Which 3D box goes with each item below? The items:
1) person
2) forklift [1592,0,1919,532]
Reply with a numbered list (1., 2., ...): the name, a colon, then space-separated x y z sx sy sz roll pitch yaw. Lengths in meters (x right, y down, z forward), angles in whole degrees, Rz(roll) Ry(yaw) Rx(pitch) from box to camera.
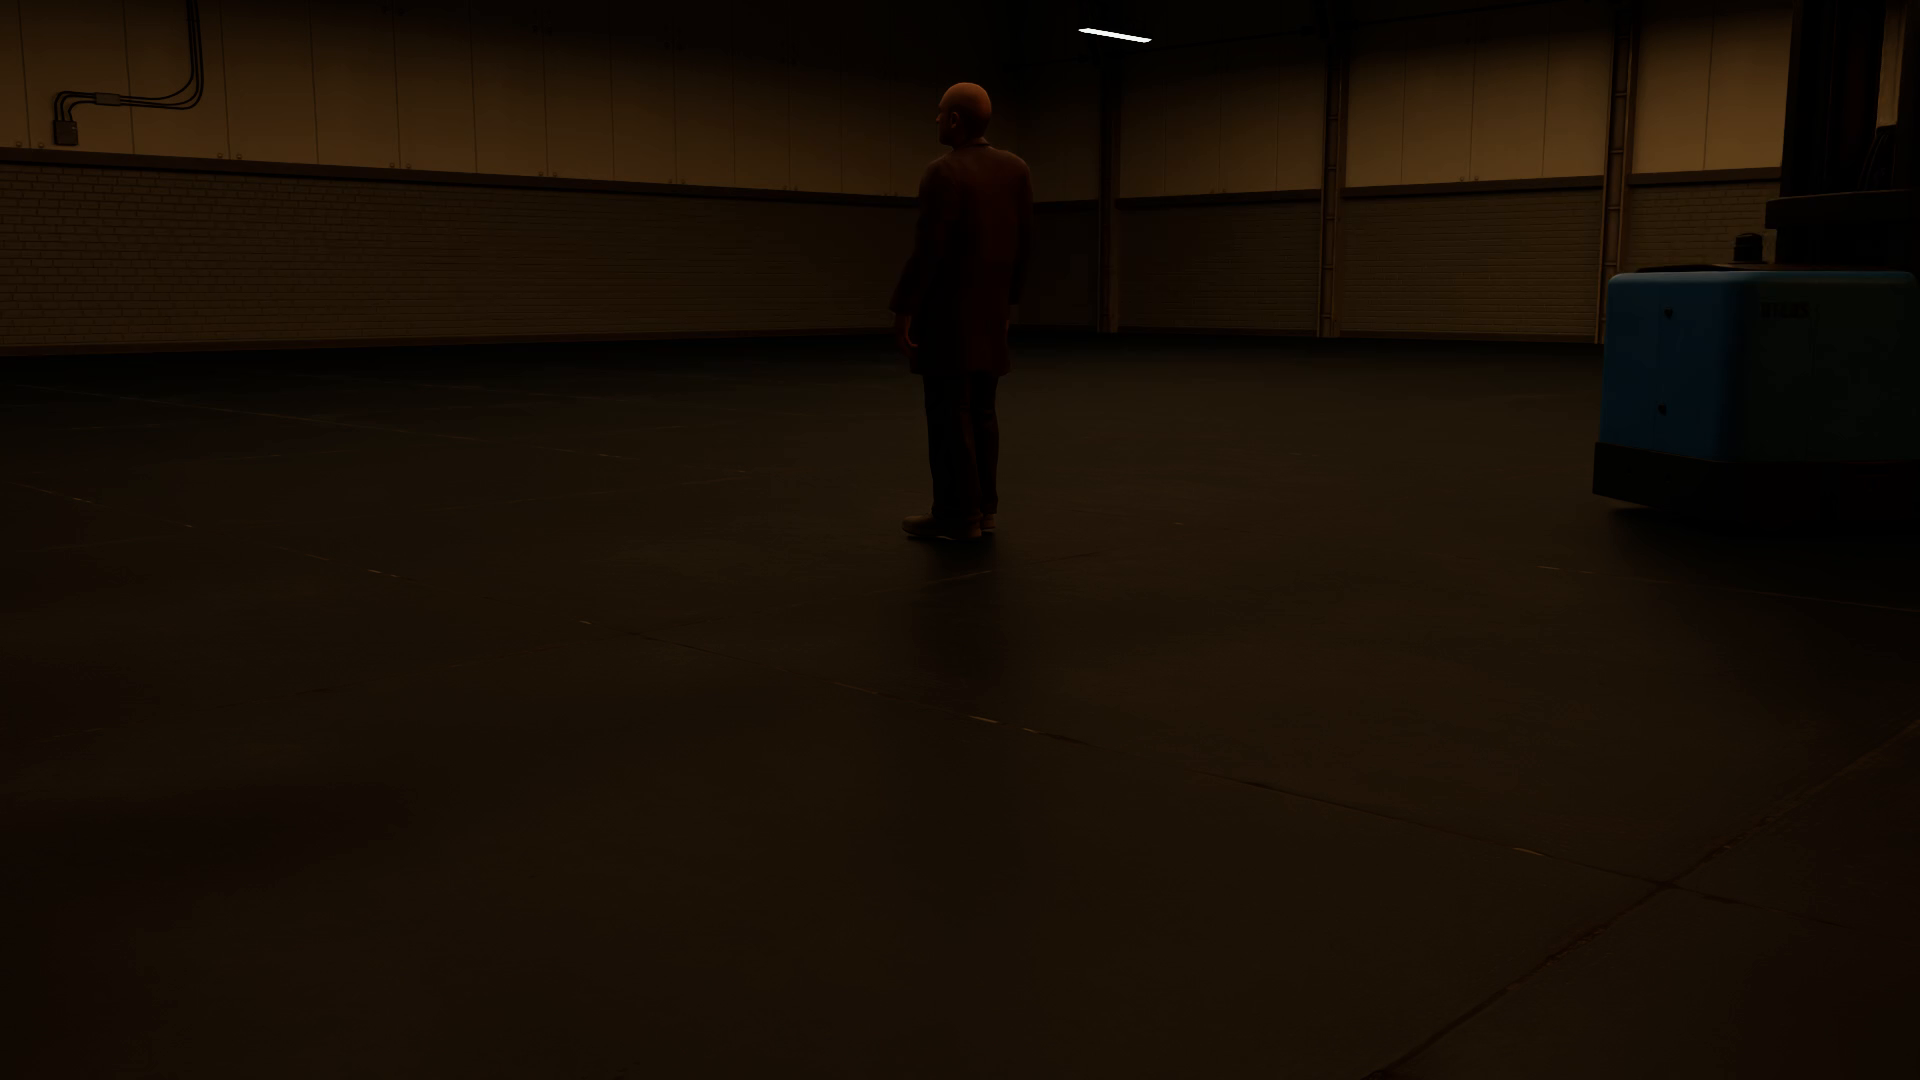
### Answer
1. person: -0.064 -0.896 6.650 0.579 1.777 0.698 8 12 43
2. forklift: 4.475 -1.561 7.244 3.031 2.935 1.130 -1 9 -9
